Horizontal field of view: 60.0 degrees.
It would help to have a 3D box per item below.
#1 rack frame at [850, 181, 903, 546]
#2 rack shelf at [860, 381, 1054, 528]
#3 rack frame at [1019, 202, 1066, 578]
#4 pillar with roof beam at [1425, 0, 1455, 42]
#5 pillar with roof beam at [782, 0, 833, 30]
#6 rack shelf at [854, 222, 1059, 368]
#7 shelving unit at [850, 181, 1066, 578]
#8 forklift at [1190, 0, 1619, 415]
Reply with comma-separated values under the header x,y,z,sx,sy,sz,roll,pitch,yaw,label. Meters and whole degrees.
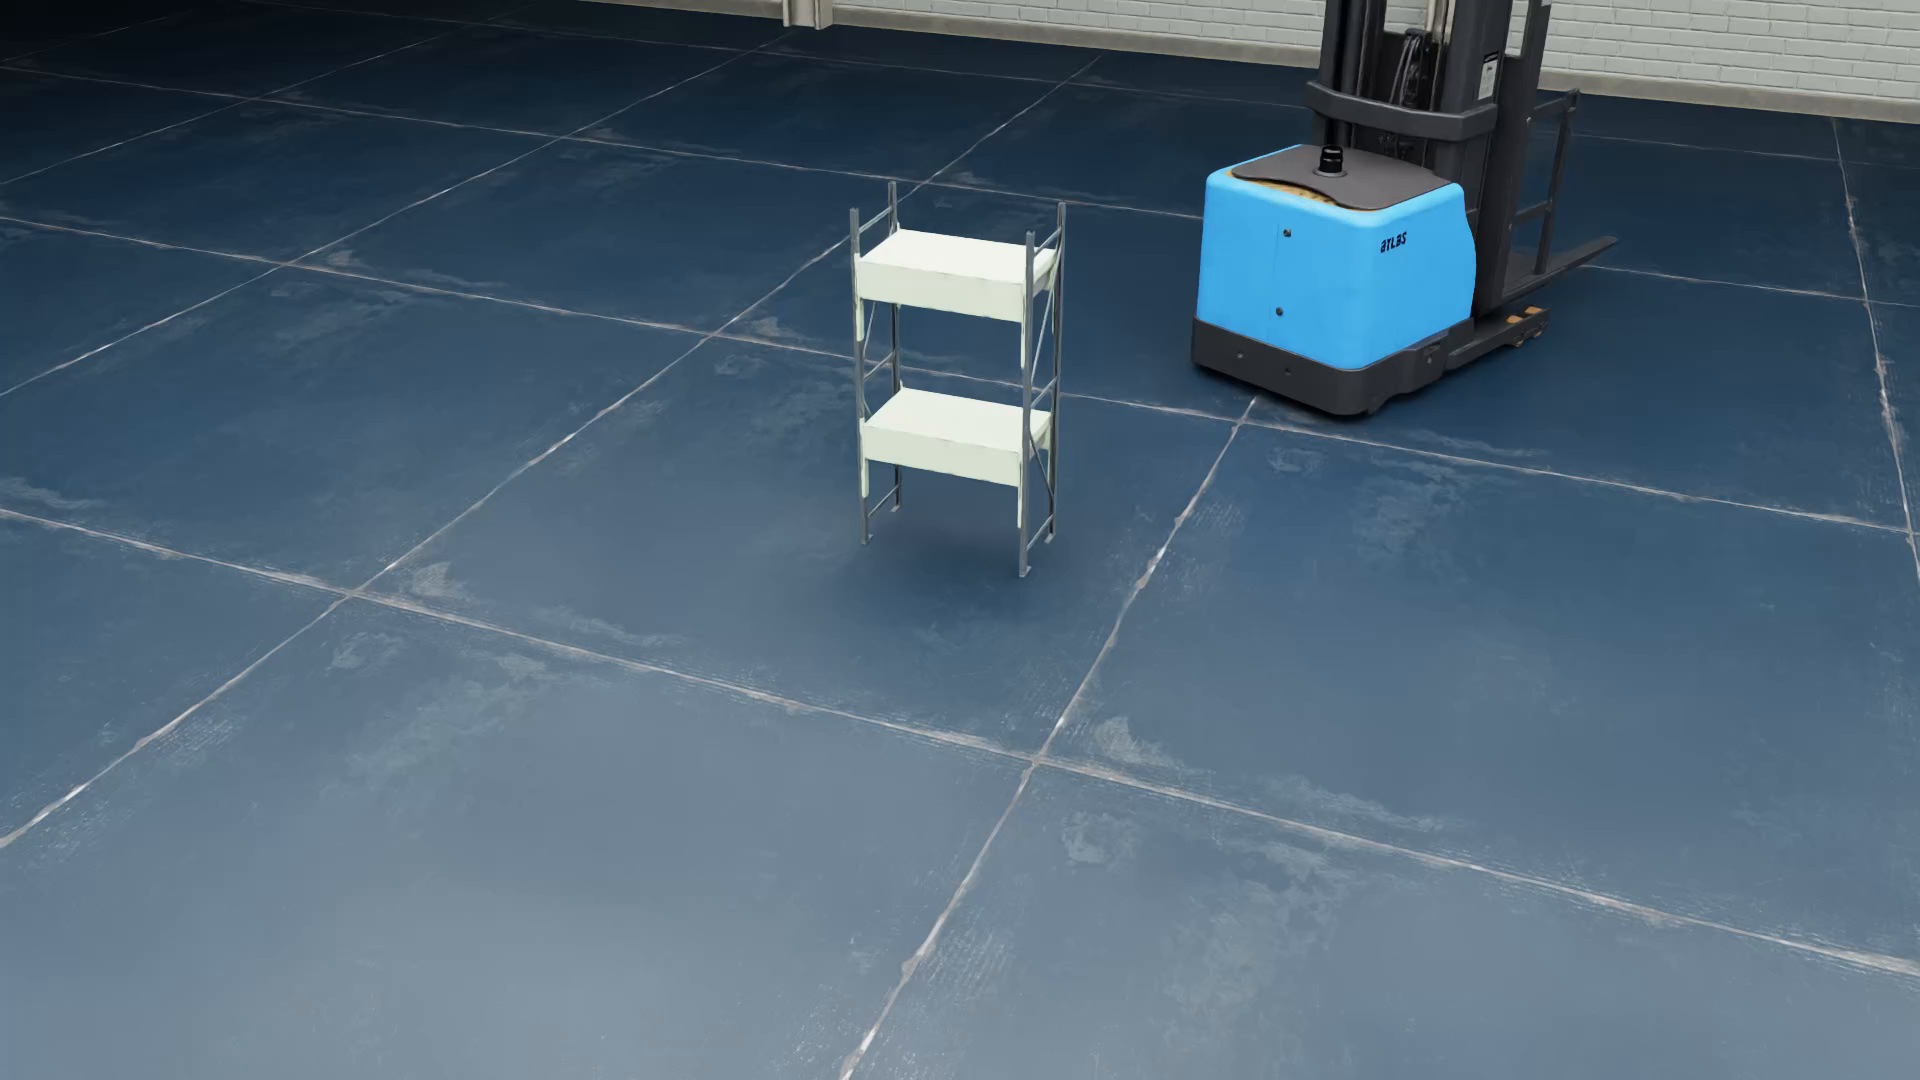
x,y,z,sx,sy,sz,roll,pitch,yaw,label
-0.345,-0.722,7.003,0.023,1.500,0.400,11,31,19,rack frame
-0.006,-0.370,7.044,0.720,0.370,0.431,11,31,19,rack shelf
0.333,-0.586,6.763,0.023,1.500,0.400,11,31,19,rack frame
2.482,-5.818,8.399,0.400,9.000,9.100,11,31,19,pillar with roof beam
-3.078,-6.928,10.363,0.400,9.000,9.100,11,31,19,pillar with roof beam
-0.006,-0.994,6.691,0.720,0.370,0.431,11,31,19,rack shelf
-0.006,-0.654,6.883,0.755,1.500,0.431,11,31,19,shelving unit
2.637,-2.504,8.701,3.031,2.935,1.130,-25,38,-37,forklift
